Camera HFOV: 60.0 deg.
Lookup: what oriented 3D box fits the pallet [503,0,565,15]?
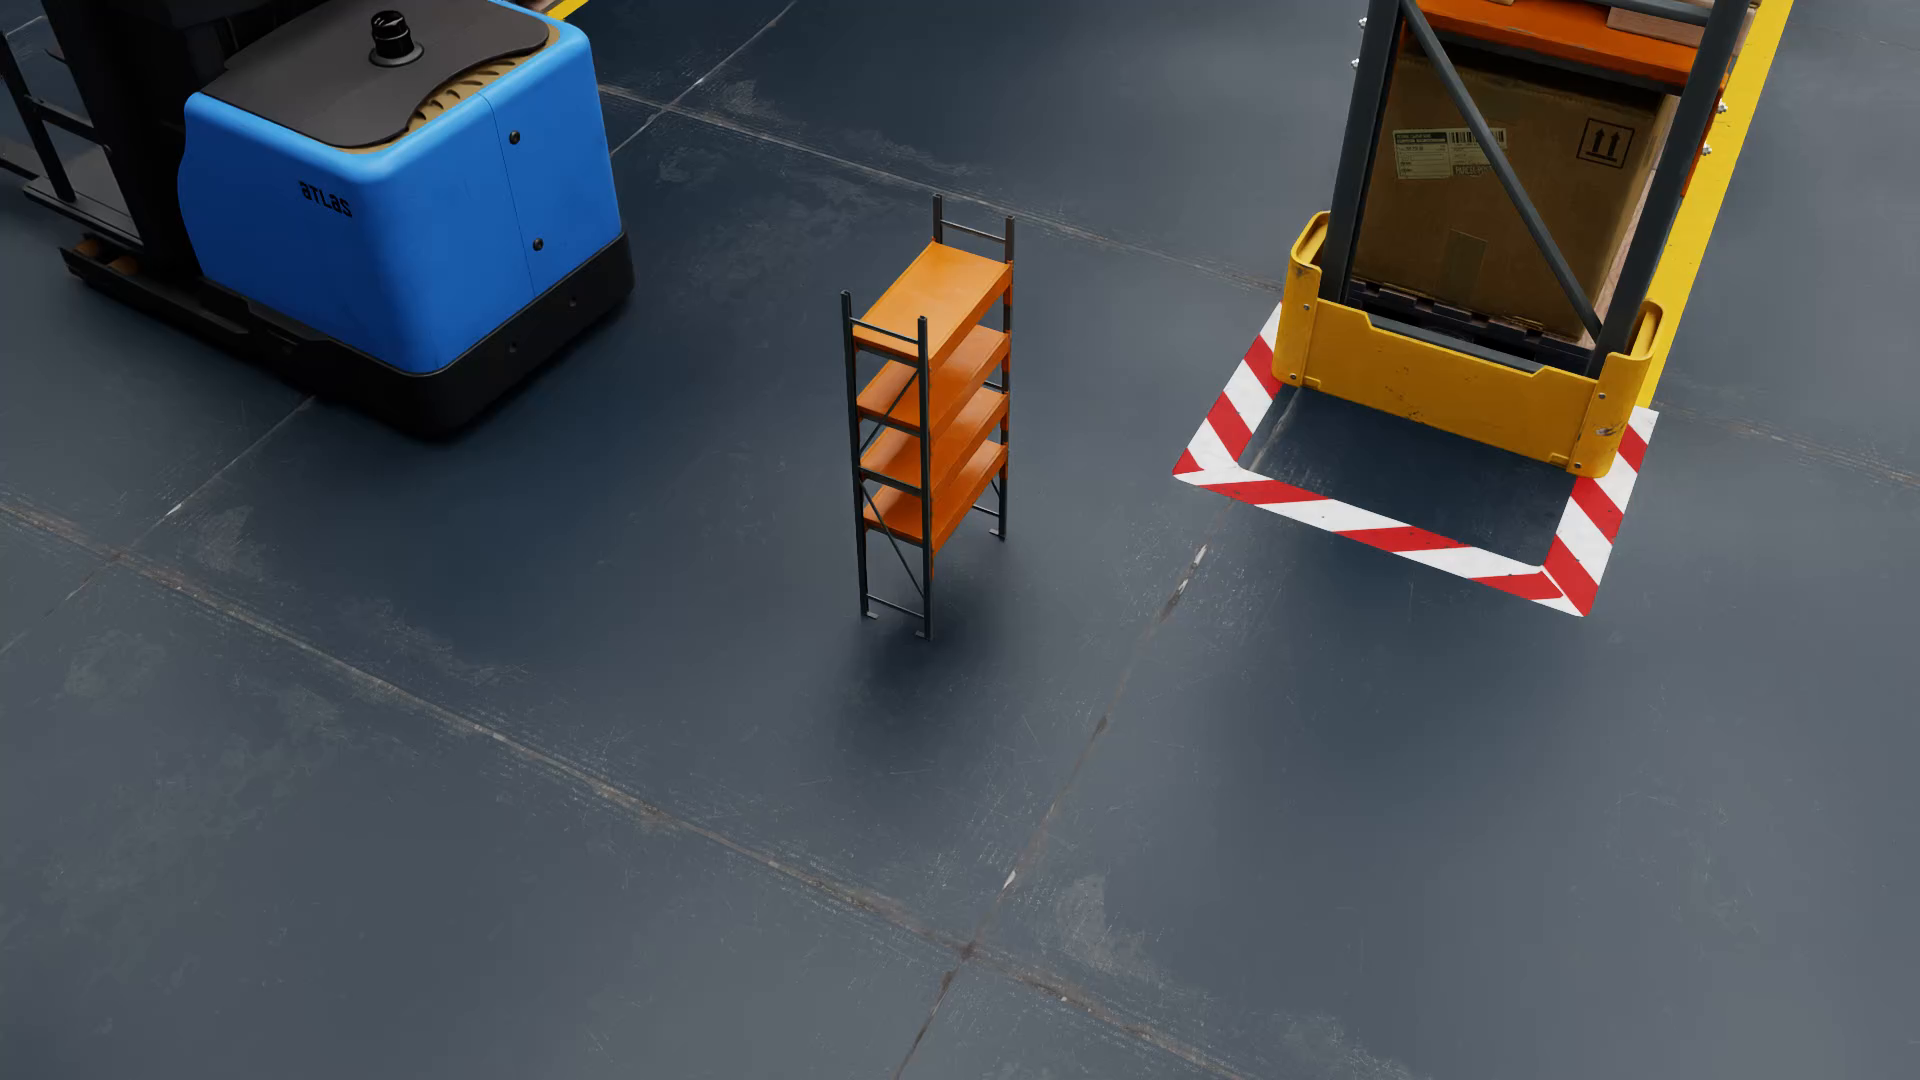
[{"bbox_3d":[-2.226,-2.824,7.892,1.003,0.211,1.213,20,49,19],"label":"pallet"}]

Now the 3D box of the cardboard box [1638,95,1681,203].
[{"bbox_3d":[2.326,-1.958,6.275,0.875,0.875,0.875,20,49,19],"label":"cardboard box"}]

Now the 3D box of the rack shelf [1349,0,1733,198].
[{"bbox_3d":[2.605,-2.562,6.179,1.077,0.370,4.000,20,49,19],"label":"rack shelf"}]

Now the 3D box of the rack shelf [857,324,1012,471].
[{"bbox_3d":[-0.077,-0.427,4.609,0.258,0.148,0.480,20,49,19],"label":"rack shelf"}]

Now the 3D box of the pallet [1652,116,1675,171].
[{"bbox_3d":[2.546,-1.870,6.949,1.003,0.211,1.213,20,49,19],"label":"pallet"}]

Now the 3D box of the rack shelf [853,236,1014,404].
[{"bbox_3d":[-0.077,-0.594,4.441,0.258,0.148,0.480,20,49,19],"label":"rack shelf"}]

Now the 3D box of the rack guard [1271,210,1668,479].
[{"bbox_3d":[1.666,-0.661,5.552,1.175,0.500,0.348,20,49,19],"label":"rack guard"}]

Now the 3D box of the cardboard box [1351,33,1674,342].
[{"bbox_3d":[1.903,-1.385,5.708,0.875,0.875,0.875,20,49,19],"label":"cardboard box"}]

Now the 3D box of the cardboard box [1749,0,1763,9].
[{"bbox_3d":[2.139,-1.820,4.836,0.500,0.250,0.500,19,48,18],"label":"cardboard box"}]

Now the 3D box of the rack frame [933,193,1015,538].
[{"bbox_3d":[0.036,-0.471,4.872,0.240,1.200,0.015,20,49,19],"label":"rack frame"}]

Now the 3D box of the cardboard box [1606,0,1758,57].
[{"bbox_3d":[2.134,-1.581,4.880,0.380,0.149,0.250,21,49,19],"label":"cardboard box"}]

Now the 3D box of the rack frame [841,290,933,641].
[{"bbox_3d":[-0.190,-0.164,4.568,0.240,1.200,0.015,20,49,19],"label":"rack frame"}]

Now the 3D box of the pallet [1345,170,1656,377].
[{"bbox_3d":[1.979,-1.104,6.193,1.003,0.211,1.213,20,49,19],"label":"pallet"}]

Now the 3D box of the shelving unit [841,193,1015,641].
[{"bbox_3d":[-0.077,-0.317,4.720,0.258,1.200,0.503,20,49,19],"label":"shelving unit"}]

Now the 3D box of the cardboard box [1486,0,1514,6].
[{"bbox_3d":[1.551,-1.799,5.096,0.380,0.149,0.250,21,49,20],"label":"cardboard box"}]

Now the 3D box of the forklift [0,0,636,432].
[{"bbox_3d":[-2.706,-2.196,5.360,3.031,2.935,1.130,24,50,22],"label":"forklift"}]

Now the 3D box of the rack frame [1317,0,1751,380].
[{"bbox_3d":[1.677,-1.555,4.677,1.000,3.000,0.127,20,49,19],"label":"rack frame"}]

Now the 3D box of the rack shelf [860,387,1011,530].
[{"bbox_3d":[-0.077,-0.270,4.768,0.258,0.148,0.480,20,49,19],"label":"rack shelf"}]

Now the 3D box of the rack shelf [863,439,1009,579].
[{"bbox_3d":[-0.077,-0.131,4.909,0.258,0.148,0.480,20,49,19],"label":"rack shelf"}]
